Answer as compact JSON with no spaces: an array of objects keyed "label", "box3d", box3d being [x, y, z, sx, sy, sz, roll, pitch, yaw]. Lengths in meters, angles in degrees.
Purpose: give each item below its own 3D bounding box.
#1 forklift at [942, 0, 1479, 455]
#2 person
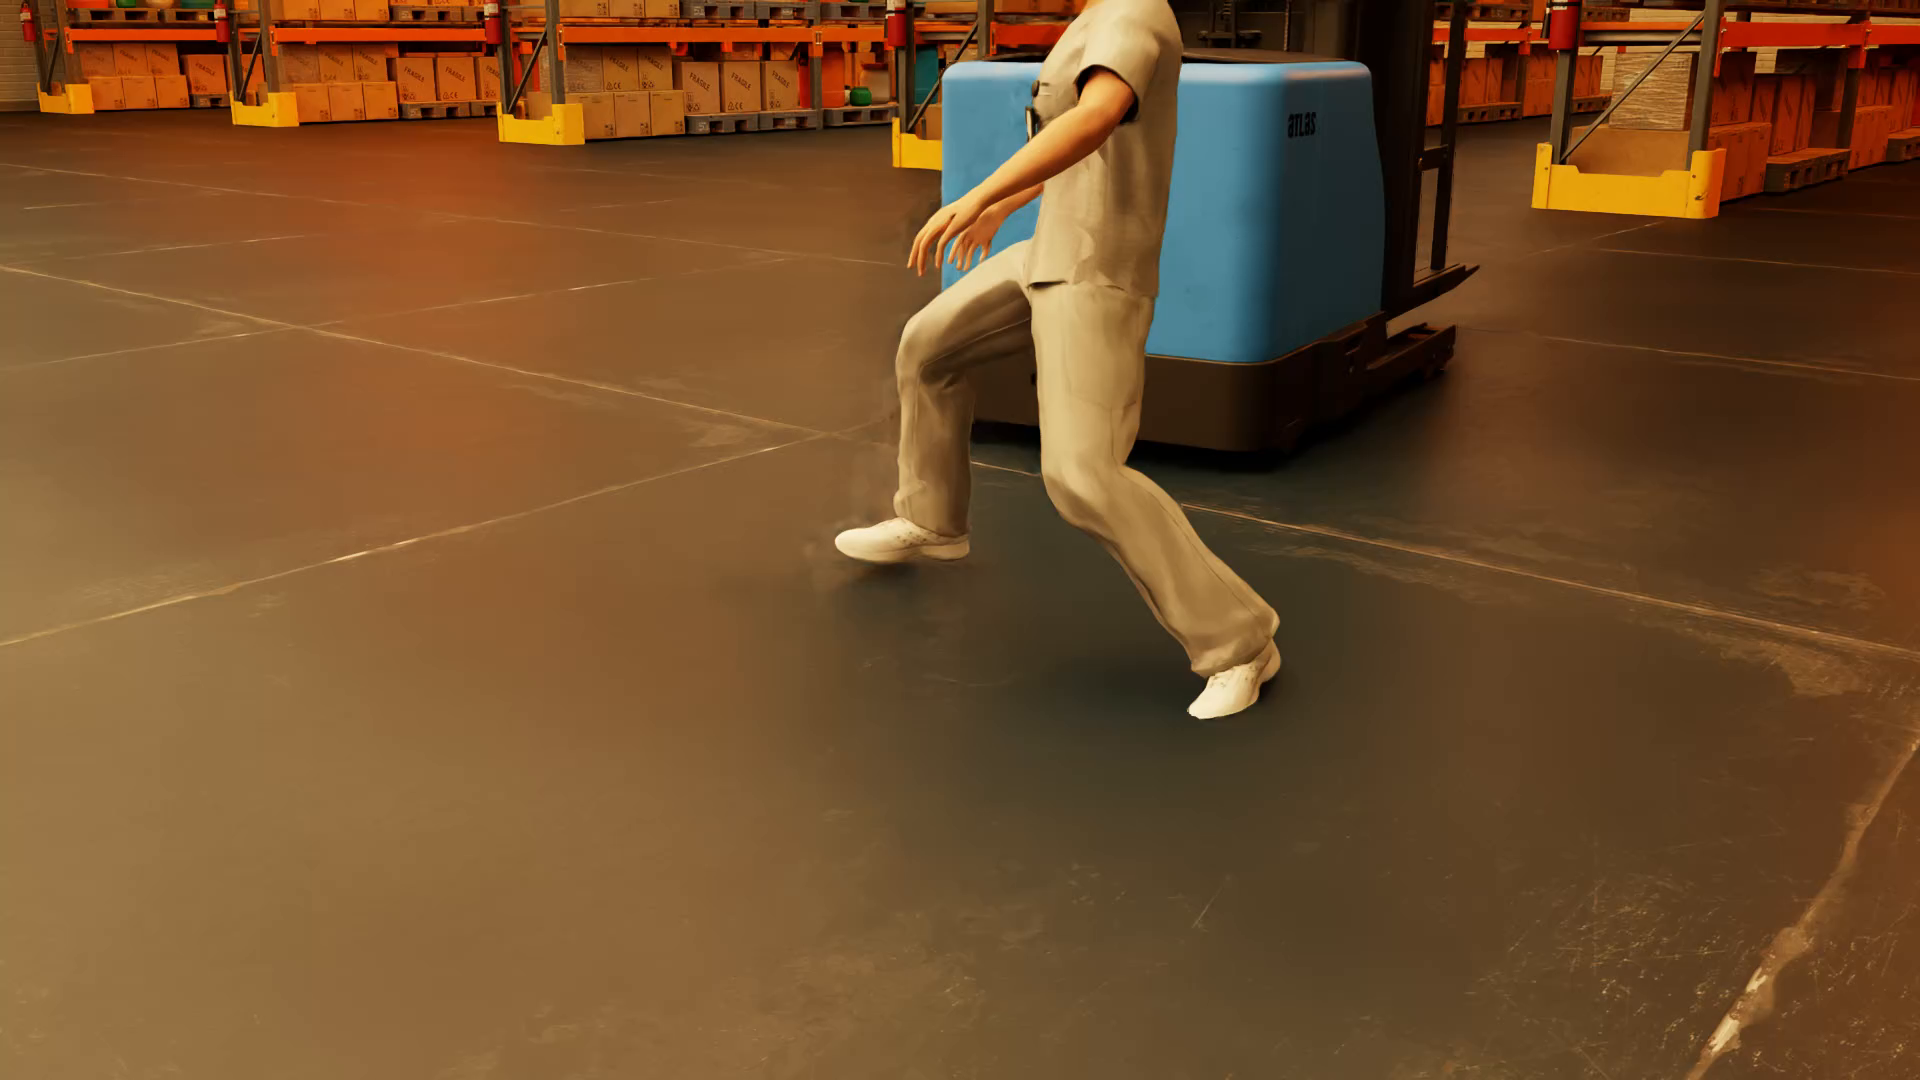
[{"label":"forklift","box3d":[1.115,-2.015,5.532,1.130,2.935,3.031,10,19,29]},{"label":"person","box3d":[0.162,-0.521,3.146,0.881,1.538,0.936,0,17,0]}]
